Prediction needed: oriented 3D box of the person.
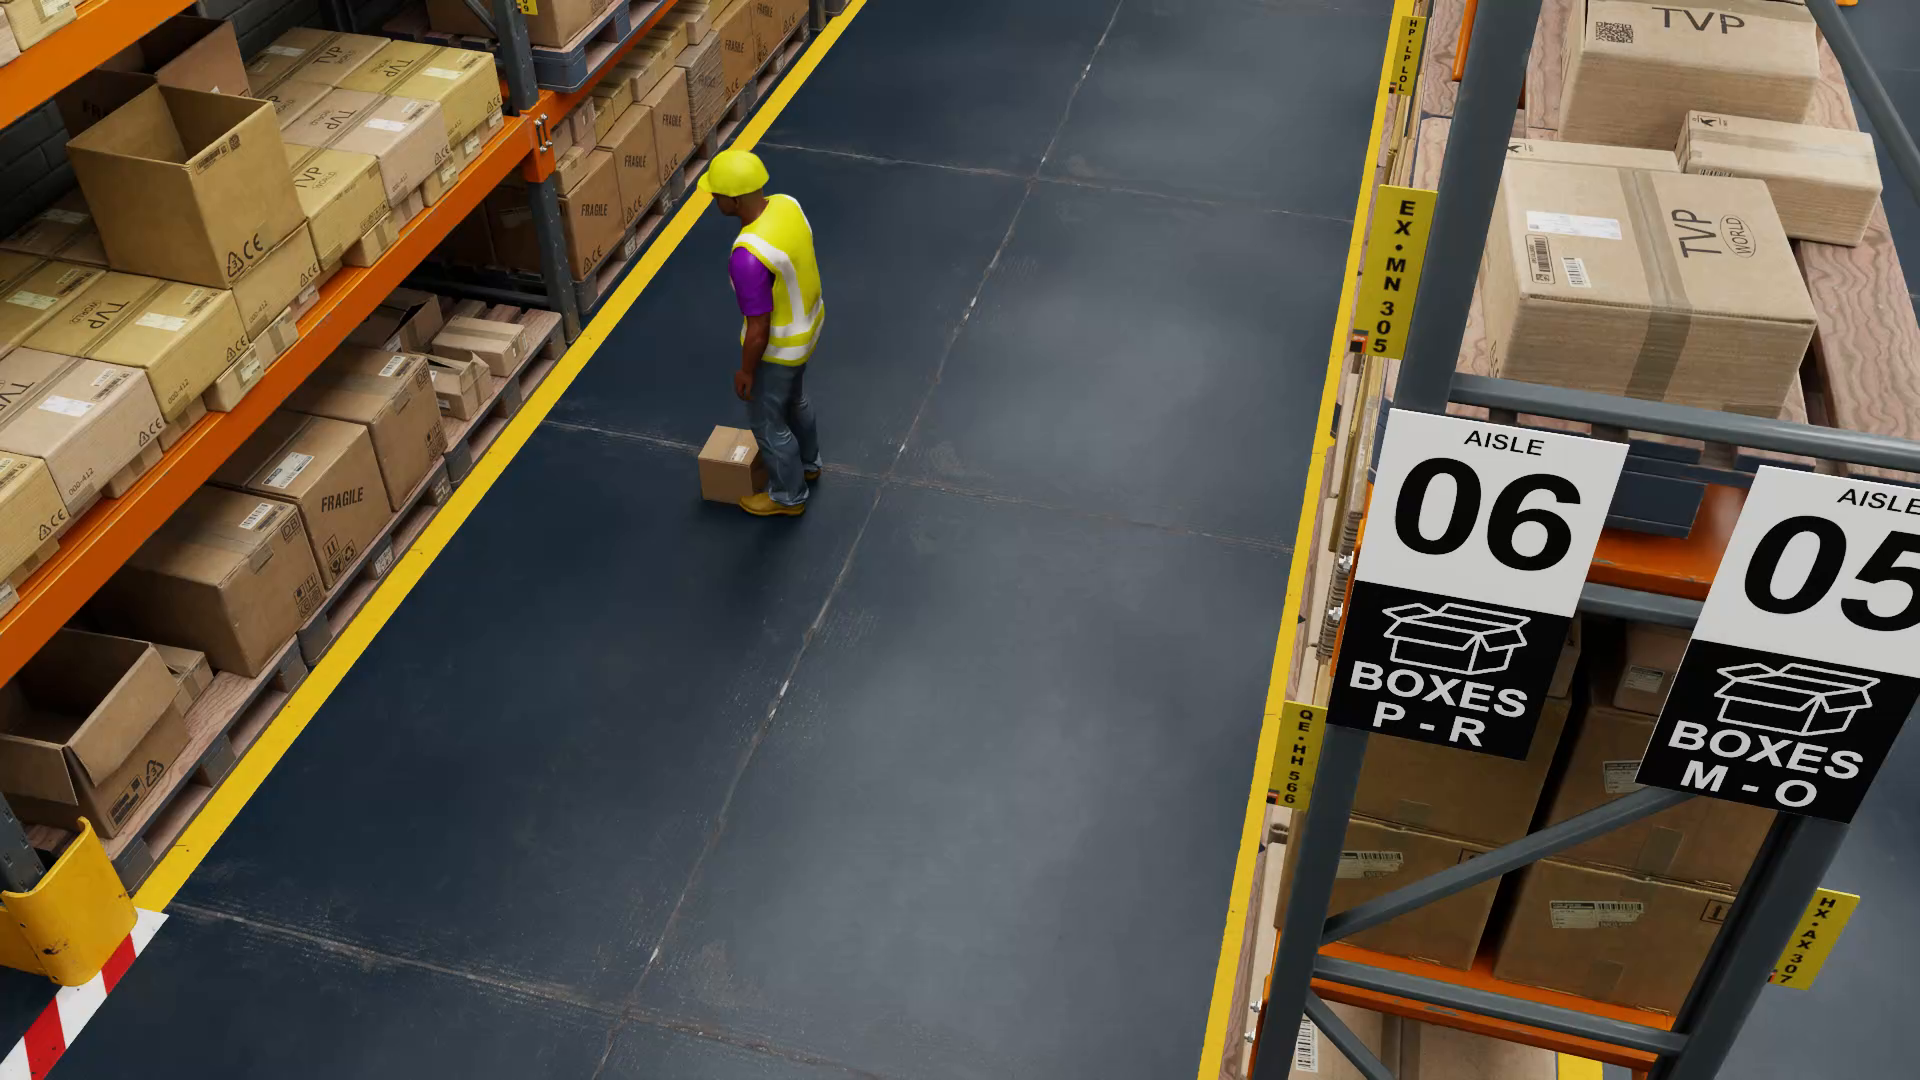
[{"bbox_3d":[-0.823,-0.879,7.163,0.462,1.760,0.636,9,42,10],"label":"person"}]
